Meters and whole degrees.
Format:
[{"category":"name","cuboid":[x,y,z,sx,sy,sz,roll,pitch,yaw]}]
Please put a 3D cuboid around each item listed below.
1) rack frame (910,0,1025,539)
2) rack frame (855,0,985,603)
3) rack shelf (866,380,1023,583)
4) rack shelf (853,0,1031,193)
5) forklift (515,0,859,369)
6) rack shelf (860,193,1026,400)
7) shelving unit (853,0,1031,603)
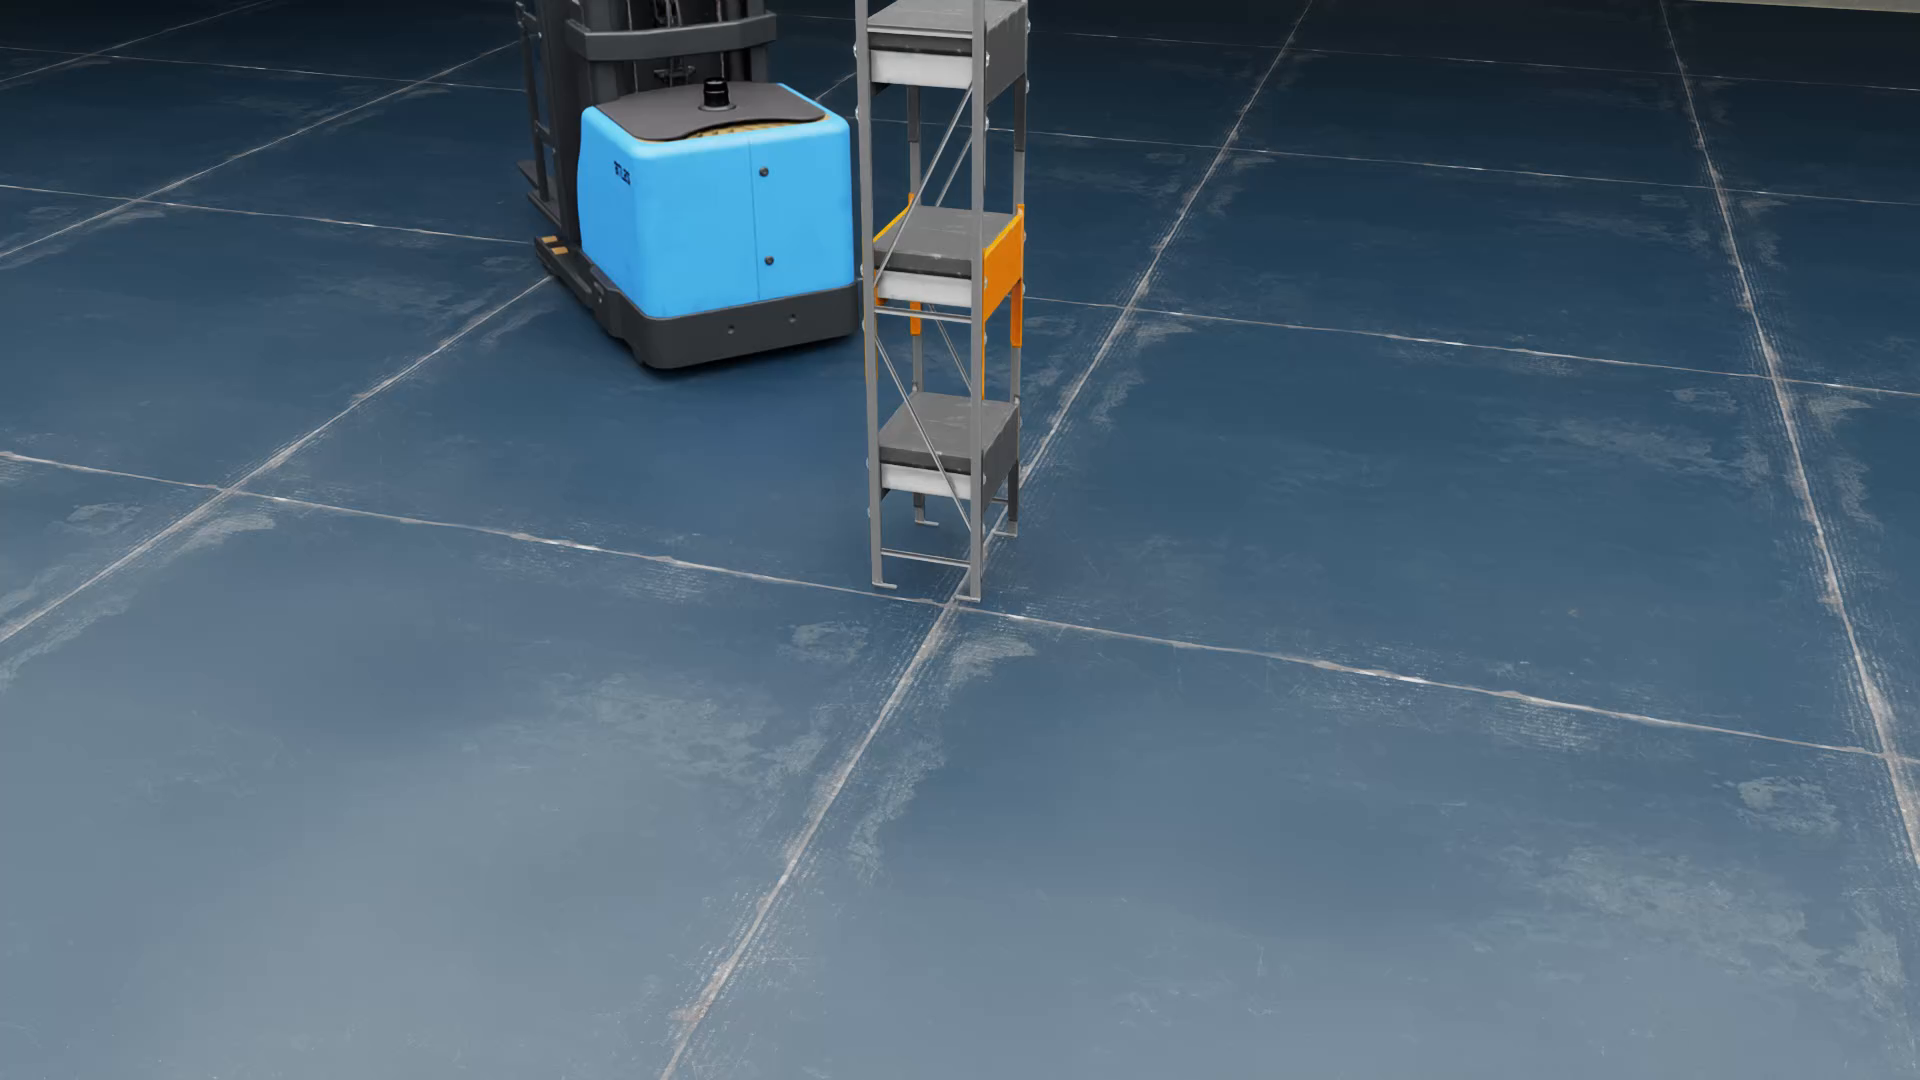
[{"category":"rack frame","cuboid":[0.023,-0.954,5.805,0.400,2.100,0.015,8,30,15]},{"category":"rack frame","cuboid":[-0.120,-0.727,5.397,0.400,2.100,0.015,8,30,15]},{"category":"rack shelf","cuboid":[-0.049,-0.217,5.948,0.431,0.518,0.480,8,30,15]},{"category":"rack shelf","cuboid":[-0.049,-1.440,5.268,0.431,0.518,0.480,8,30,15]},{"category":"forklift","cuboid":[-1.610,-2.740,8.160,1.130,2.935,3.031,-14,32,-24]},{"category":"rack shelf","cuboid":[-0.049,-0.829,5.608,0.431,0.518,0.480,8,30,15]},{"category":"shelving unit","cuboid":[-0.049,-0.841,5.601,0.431,2.100,0.503,8,30,15]}]
